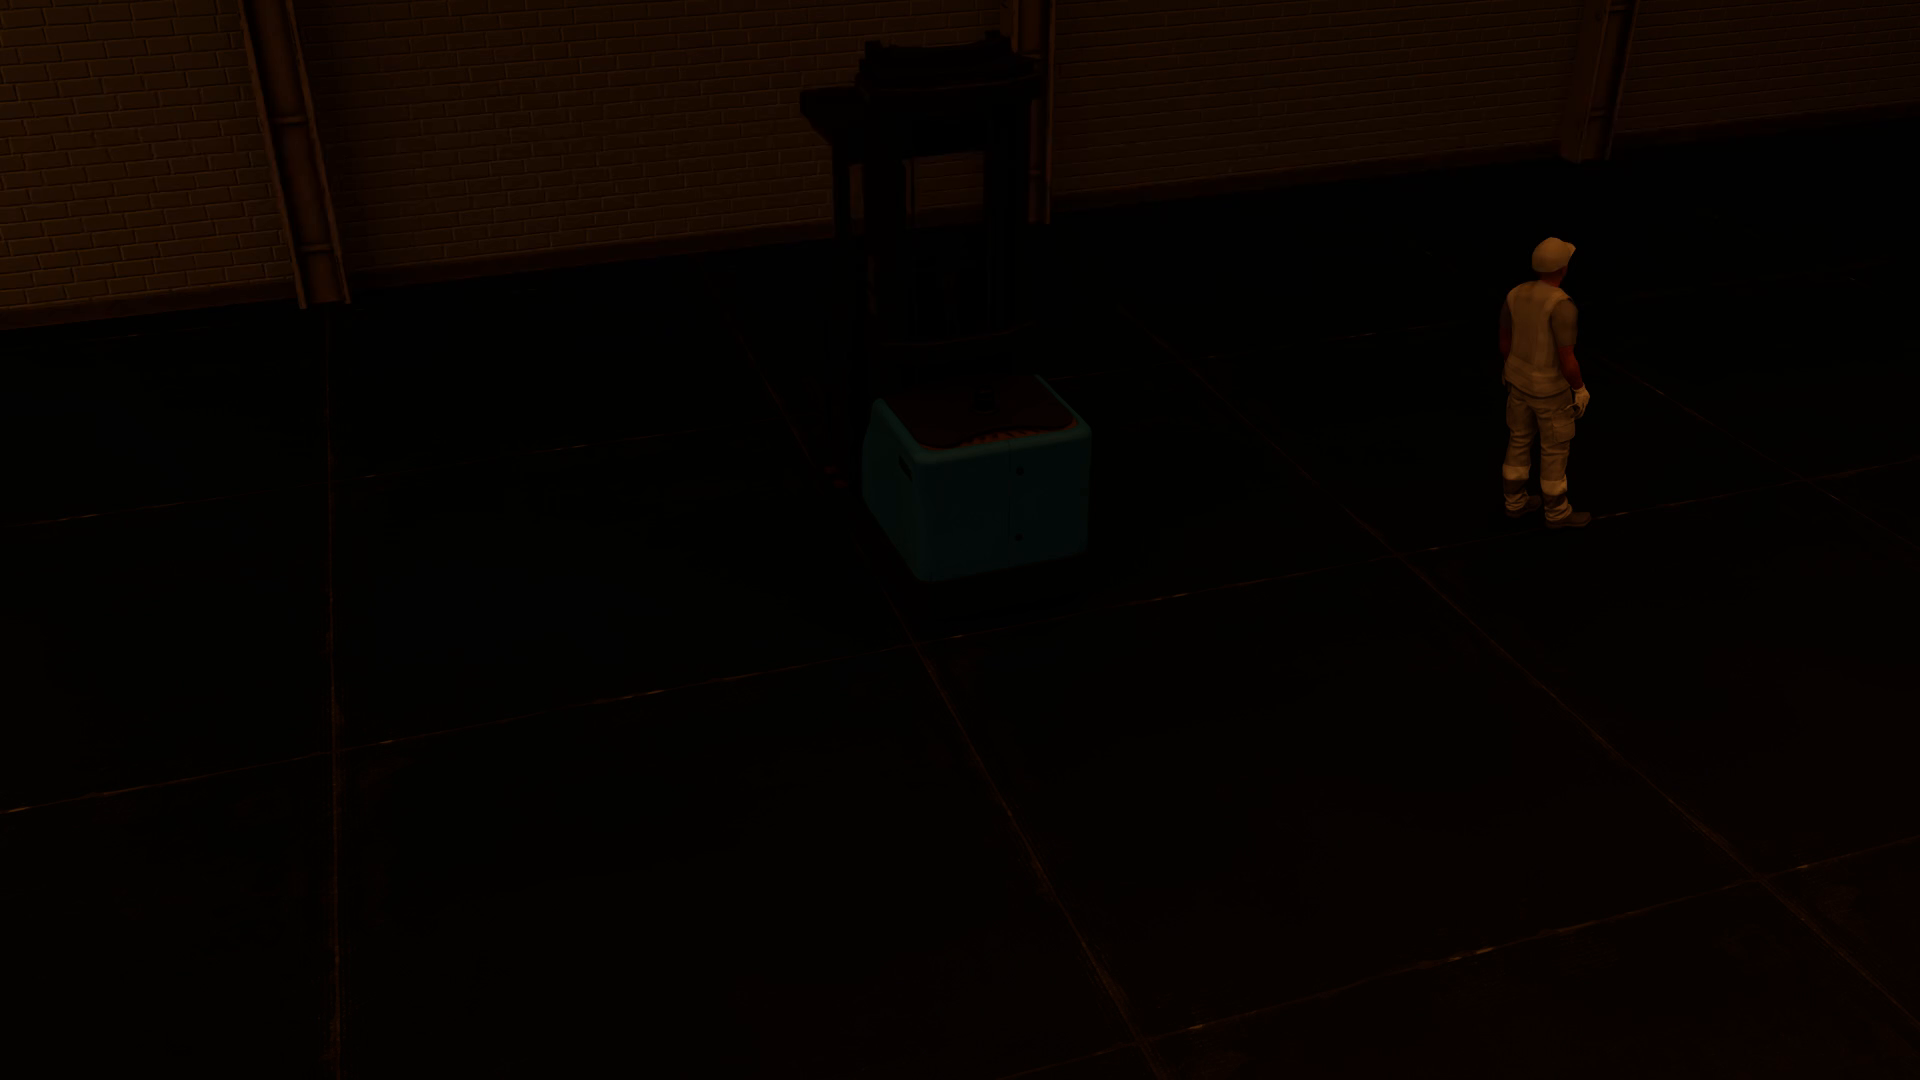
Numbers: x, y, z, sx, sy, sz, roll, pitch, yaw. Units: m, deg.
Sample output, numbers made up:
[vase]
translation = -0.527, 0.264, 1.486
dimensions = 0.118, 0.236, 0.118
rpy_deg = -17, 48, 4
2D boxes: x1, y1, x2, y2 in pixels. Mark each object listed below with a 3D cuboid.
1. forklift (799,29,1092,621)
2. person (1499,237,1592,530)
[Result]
[forklift]
translation = -0.260, -1.548, 9.777
dimensions = 1.130, 2.935, 3.031
rpy_deg = -11, 32, -18
[person]
translation = 3.495, -0.938, 9.848
dimensions = 0.564, 1.787, 0.637
rpy_deg = -14, 33, -23
